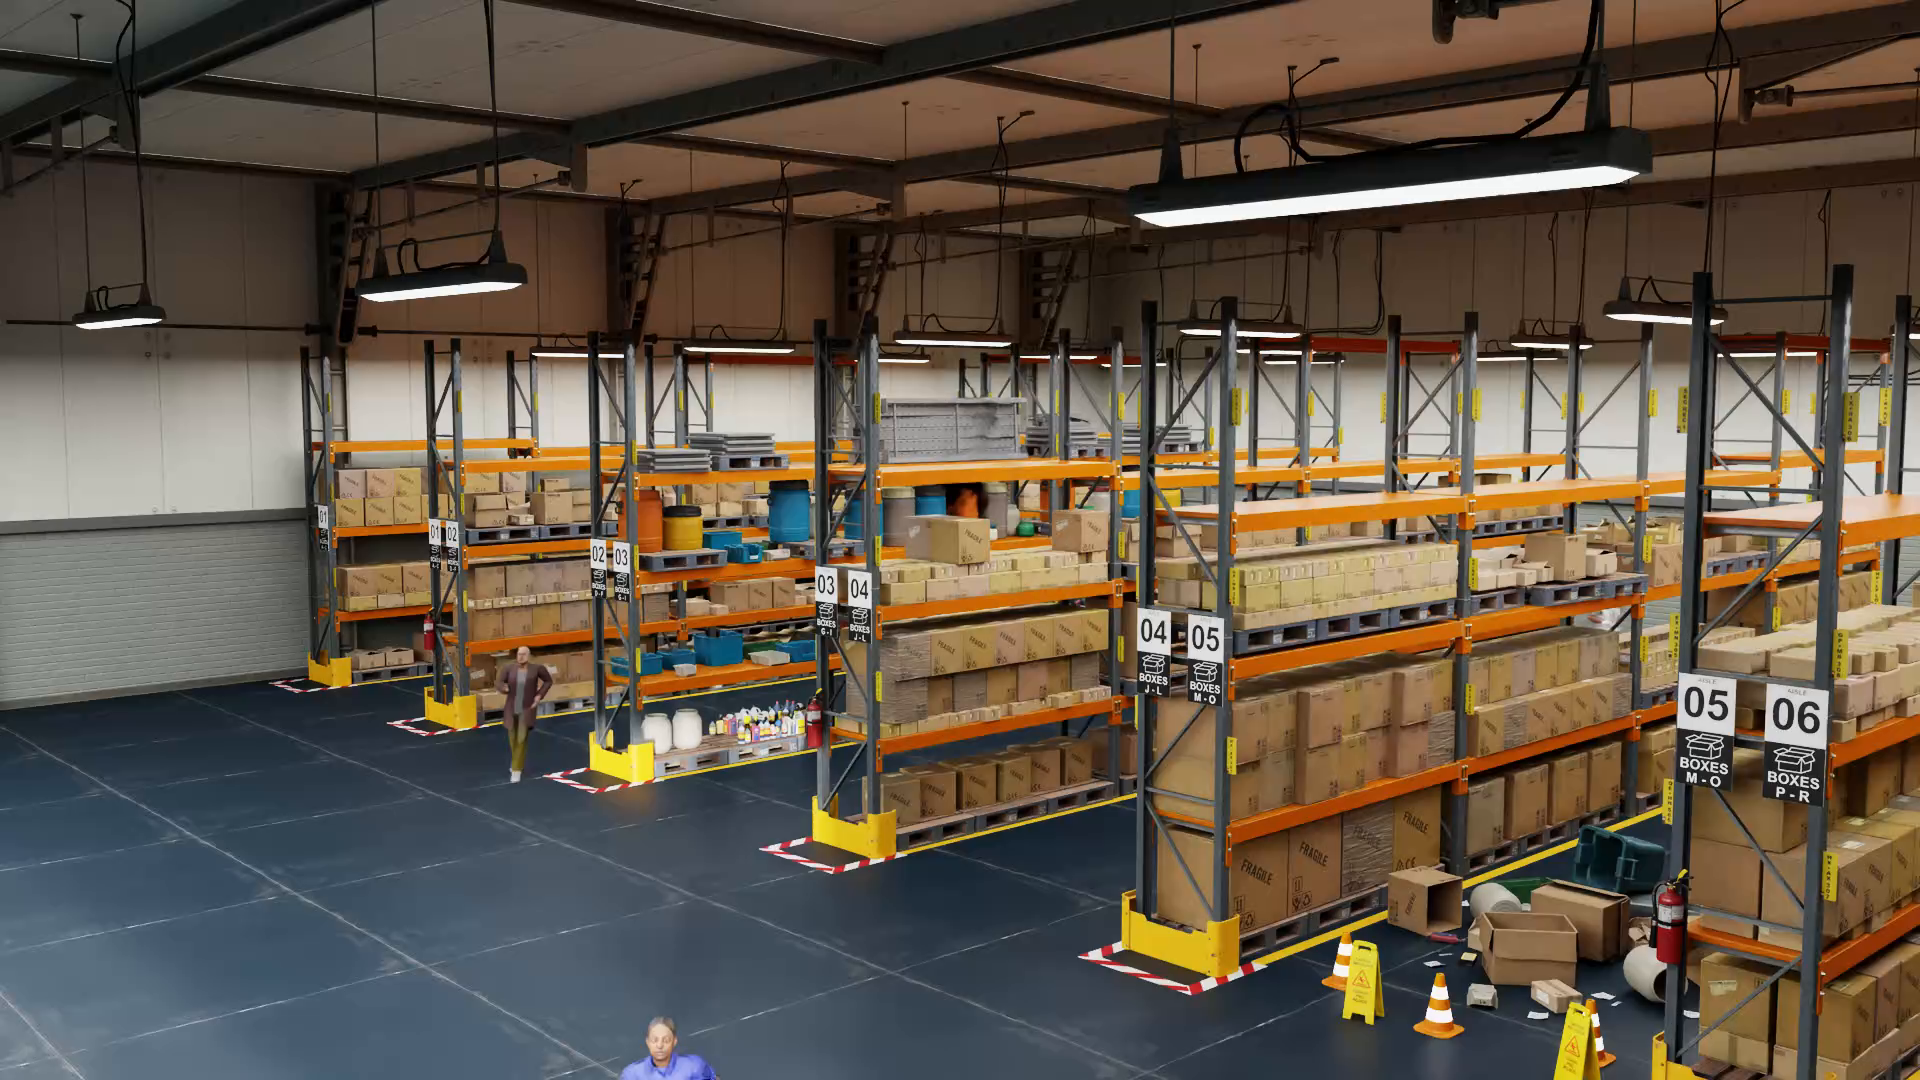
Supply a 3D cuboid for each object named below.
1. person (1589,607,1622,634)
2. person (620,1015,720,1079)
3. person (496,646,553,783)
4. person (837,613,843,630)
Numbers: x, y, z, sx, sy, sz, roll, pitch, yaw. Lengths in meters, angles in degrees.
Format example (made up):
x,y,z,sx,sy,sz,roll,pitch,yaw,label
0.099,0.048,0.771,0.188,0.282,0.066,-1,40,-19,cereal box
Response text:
x,y,z,sx,sy,sz,roll,pitch,yaw,label
11.683,1.653,29.973,0.735,1.737,0.523,-2,5,-20,person
-1.667,3.516,9.442,0.628,1.625,0.576,-1,5,-6,person
-5.868,2.333,22.340,0.705,1.844,0.820,0,5,3,person
-2.432,1.346,33.588,0.701,1.763,0.685,-5,7,-45,person
